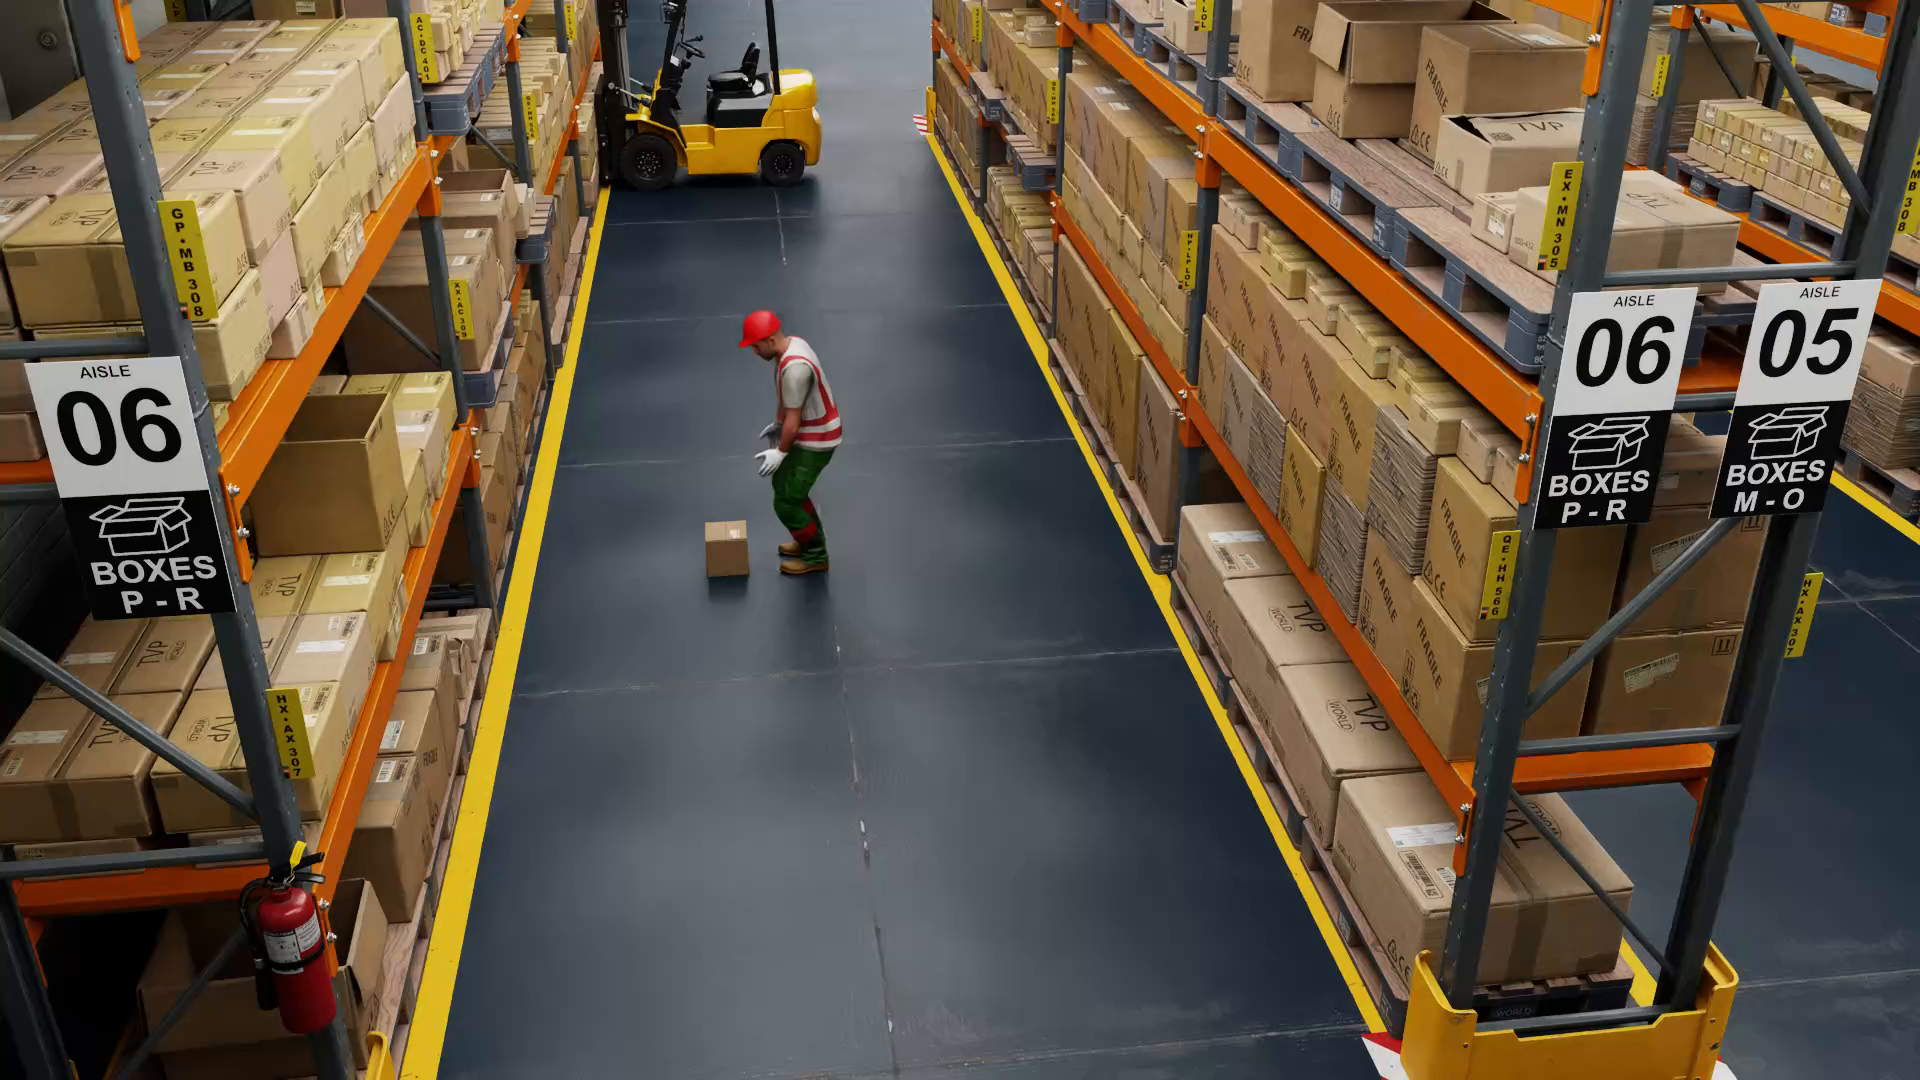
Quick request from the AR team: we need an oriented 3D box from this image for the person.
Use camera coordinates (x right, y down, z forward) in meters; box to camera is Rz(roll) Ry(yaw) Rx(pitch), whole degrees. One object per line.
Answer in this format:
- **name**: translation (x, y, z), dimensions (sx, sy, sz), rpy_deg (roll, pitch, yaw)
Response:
- **person**: translation (-1.184, -0.398, 10.001), dimensions (0.949, 1.218, 0.493), rpy_deg (-4, 27, -9)
